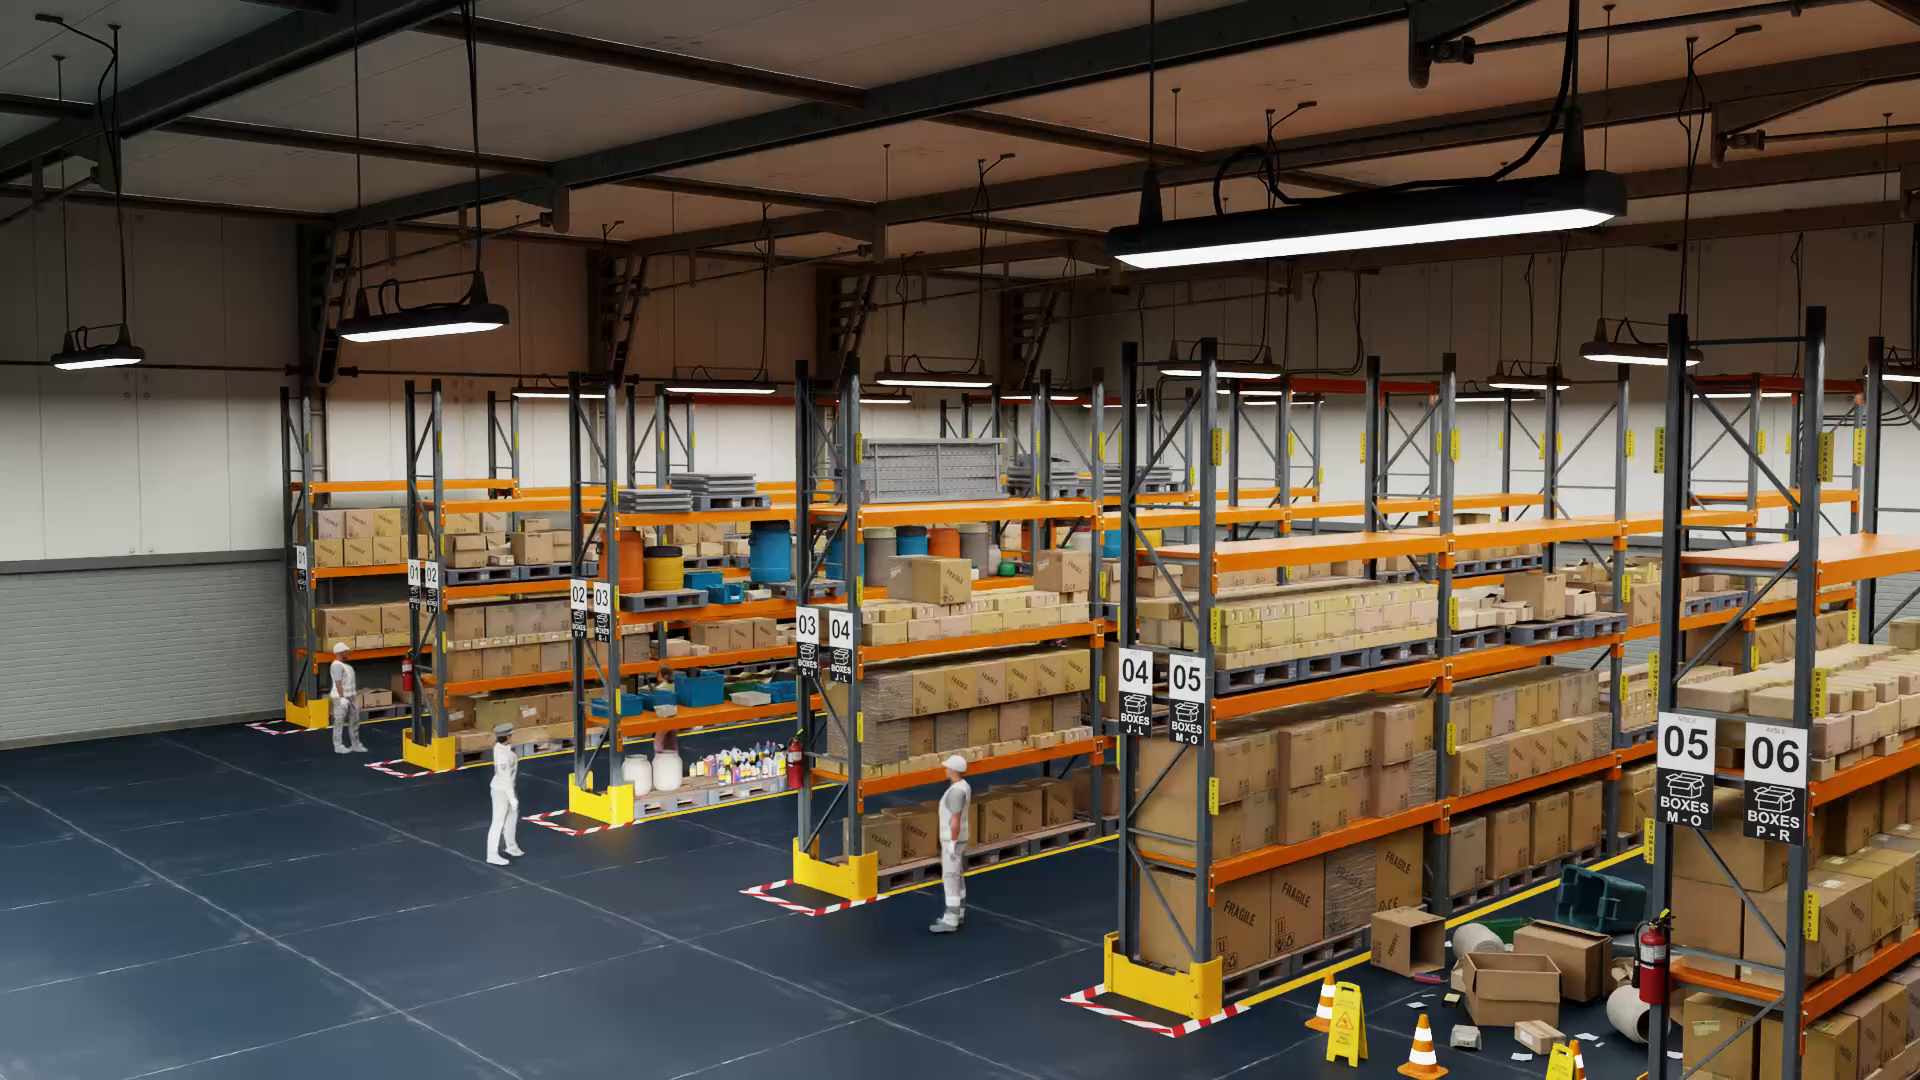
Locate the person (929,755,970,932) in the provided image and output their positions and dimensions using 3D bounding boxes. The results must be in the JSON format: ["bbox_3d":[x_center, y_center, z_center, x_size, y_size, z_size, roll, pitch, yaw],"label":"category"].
[{"bbox_3d":[-0.108,3.152,17.412,0.413,1.793,0.595,0,4,3],"label":"person"}]

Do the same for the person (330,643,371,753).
[{"bbox_3d":[-9.922,2.570,26.899,0.578,1.822,0.551,1,4,13],"label":"person"}]

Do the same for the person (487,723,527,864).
[{"bbox_3d":[-5.508,3.066,20.145,0.400,1.724,0.636,0,4,-6],"label":"person"}]

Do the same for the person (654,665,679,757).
[{"bbox_3d":[-4.449,2.714,25.125,0.394,1.678,0.491,3,5,40],"label":"person"}]
